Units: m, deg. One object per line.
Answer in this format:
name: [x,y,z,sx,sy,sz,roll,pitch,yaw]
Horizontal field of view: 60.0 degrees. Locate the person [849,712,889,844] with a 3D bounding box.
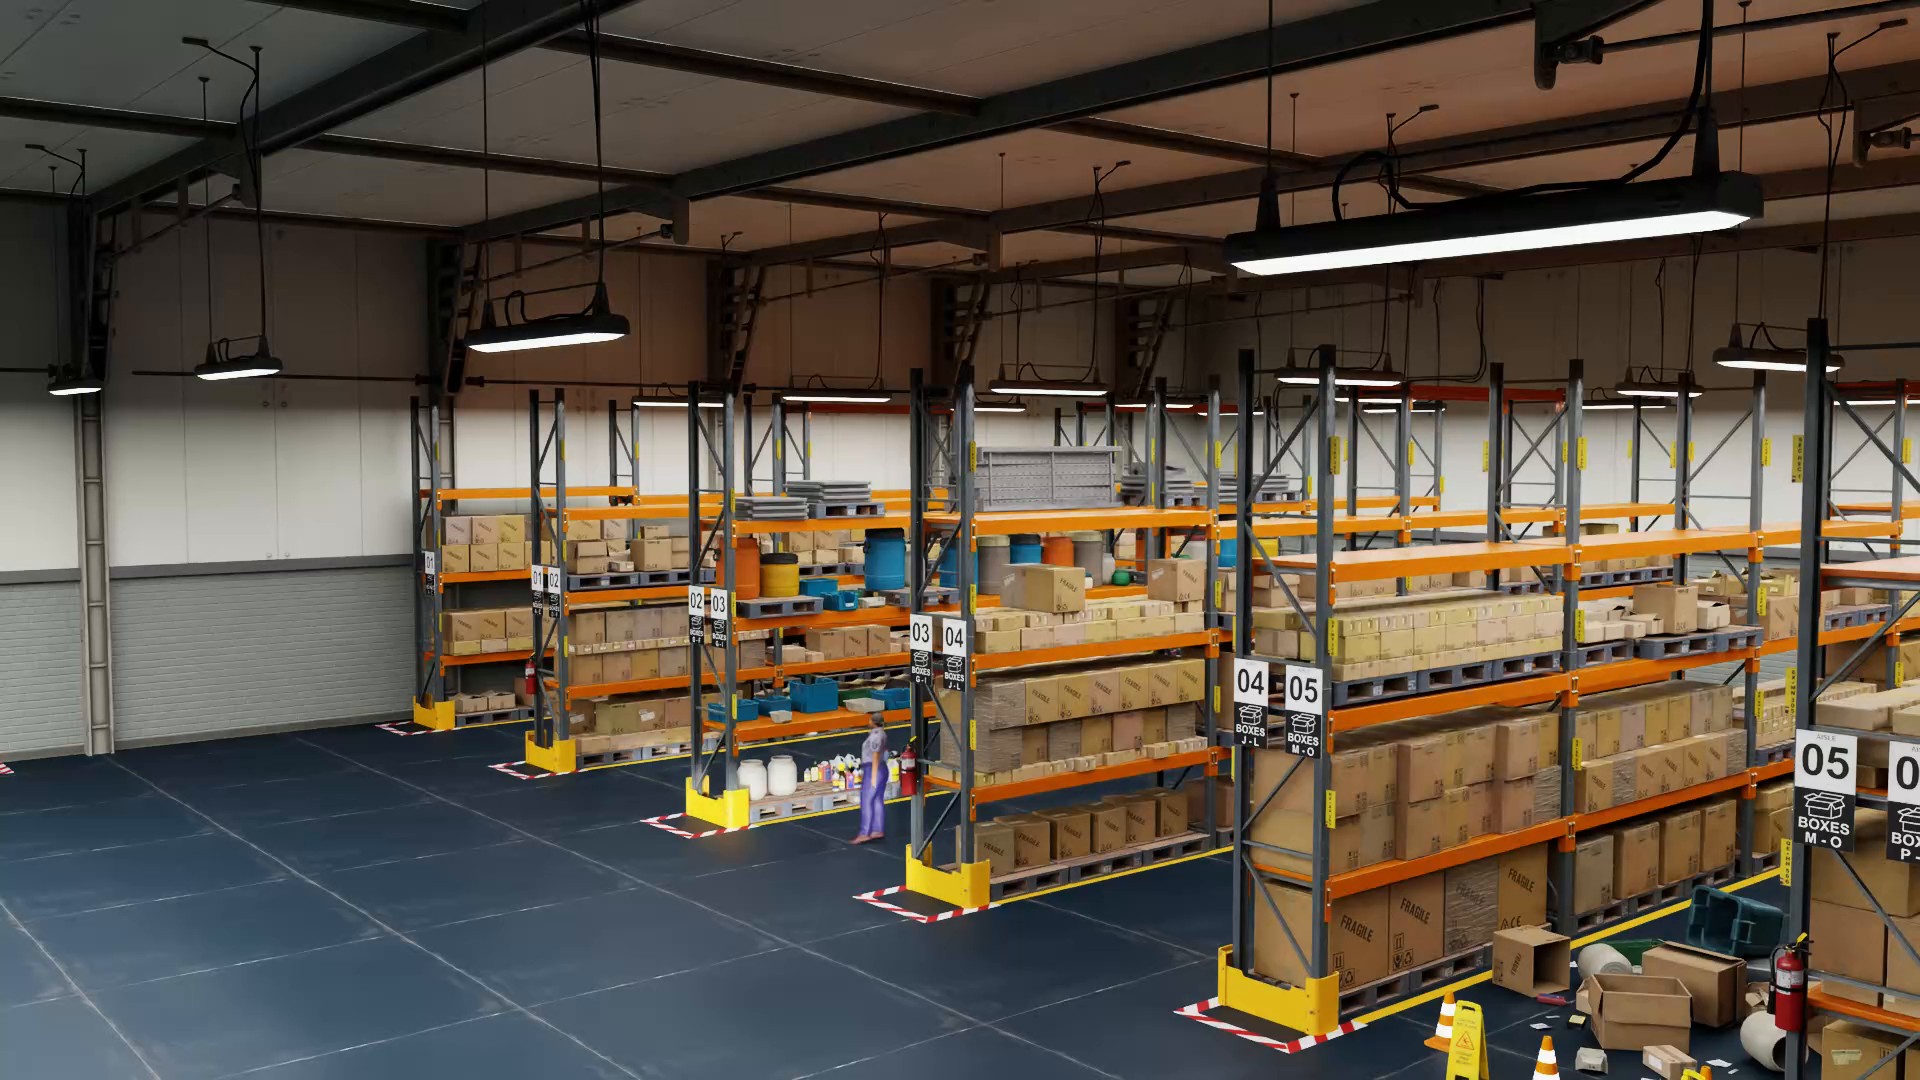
person: [-1.168,3.071,21.606,0.435,1.662,0.633,1,3,11]
